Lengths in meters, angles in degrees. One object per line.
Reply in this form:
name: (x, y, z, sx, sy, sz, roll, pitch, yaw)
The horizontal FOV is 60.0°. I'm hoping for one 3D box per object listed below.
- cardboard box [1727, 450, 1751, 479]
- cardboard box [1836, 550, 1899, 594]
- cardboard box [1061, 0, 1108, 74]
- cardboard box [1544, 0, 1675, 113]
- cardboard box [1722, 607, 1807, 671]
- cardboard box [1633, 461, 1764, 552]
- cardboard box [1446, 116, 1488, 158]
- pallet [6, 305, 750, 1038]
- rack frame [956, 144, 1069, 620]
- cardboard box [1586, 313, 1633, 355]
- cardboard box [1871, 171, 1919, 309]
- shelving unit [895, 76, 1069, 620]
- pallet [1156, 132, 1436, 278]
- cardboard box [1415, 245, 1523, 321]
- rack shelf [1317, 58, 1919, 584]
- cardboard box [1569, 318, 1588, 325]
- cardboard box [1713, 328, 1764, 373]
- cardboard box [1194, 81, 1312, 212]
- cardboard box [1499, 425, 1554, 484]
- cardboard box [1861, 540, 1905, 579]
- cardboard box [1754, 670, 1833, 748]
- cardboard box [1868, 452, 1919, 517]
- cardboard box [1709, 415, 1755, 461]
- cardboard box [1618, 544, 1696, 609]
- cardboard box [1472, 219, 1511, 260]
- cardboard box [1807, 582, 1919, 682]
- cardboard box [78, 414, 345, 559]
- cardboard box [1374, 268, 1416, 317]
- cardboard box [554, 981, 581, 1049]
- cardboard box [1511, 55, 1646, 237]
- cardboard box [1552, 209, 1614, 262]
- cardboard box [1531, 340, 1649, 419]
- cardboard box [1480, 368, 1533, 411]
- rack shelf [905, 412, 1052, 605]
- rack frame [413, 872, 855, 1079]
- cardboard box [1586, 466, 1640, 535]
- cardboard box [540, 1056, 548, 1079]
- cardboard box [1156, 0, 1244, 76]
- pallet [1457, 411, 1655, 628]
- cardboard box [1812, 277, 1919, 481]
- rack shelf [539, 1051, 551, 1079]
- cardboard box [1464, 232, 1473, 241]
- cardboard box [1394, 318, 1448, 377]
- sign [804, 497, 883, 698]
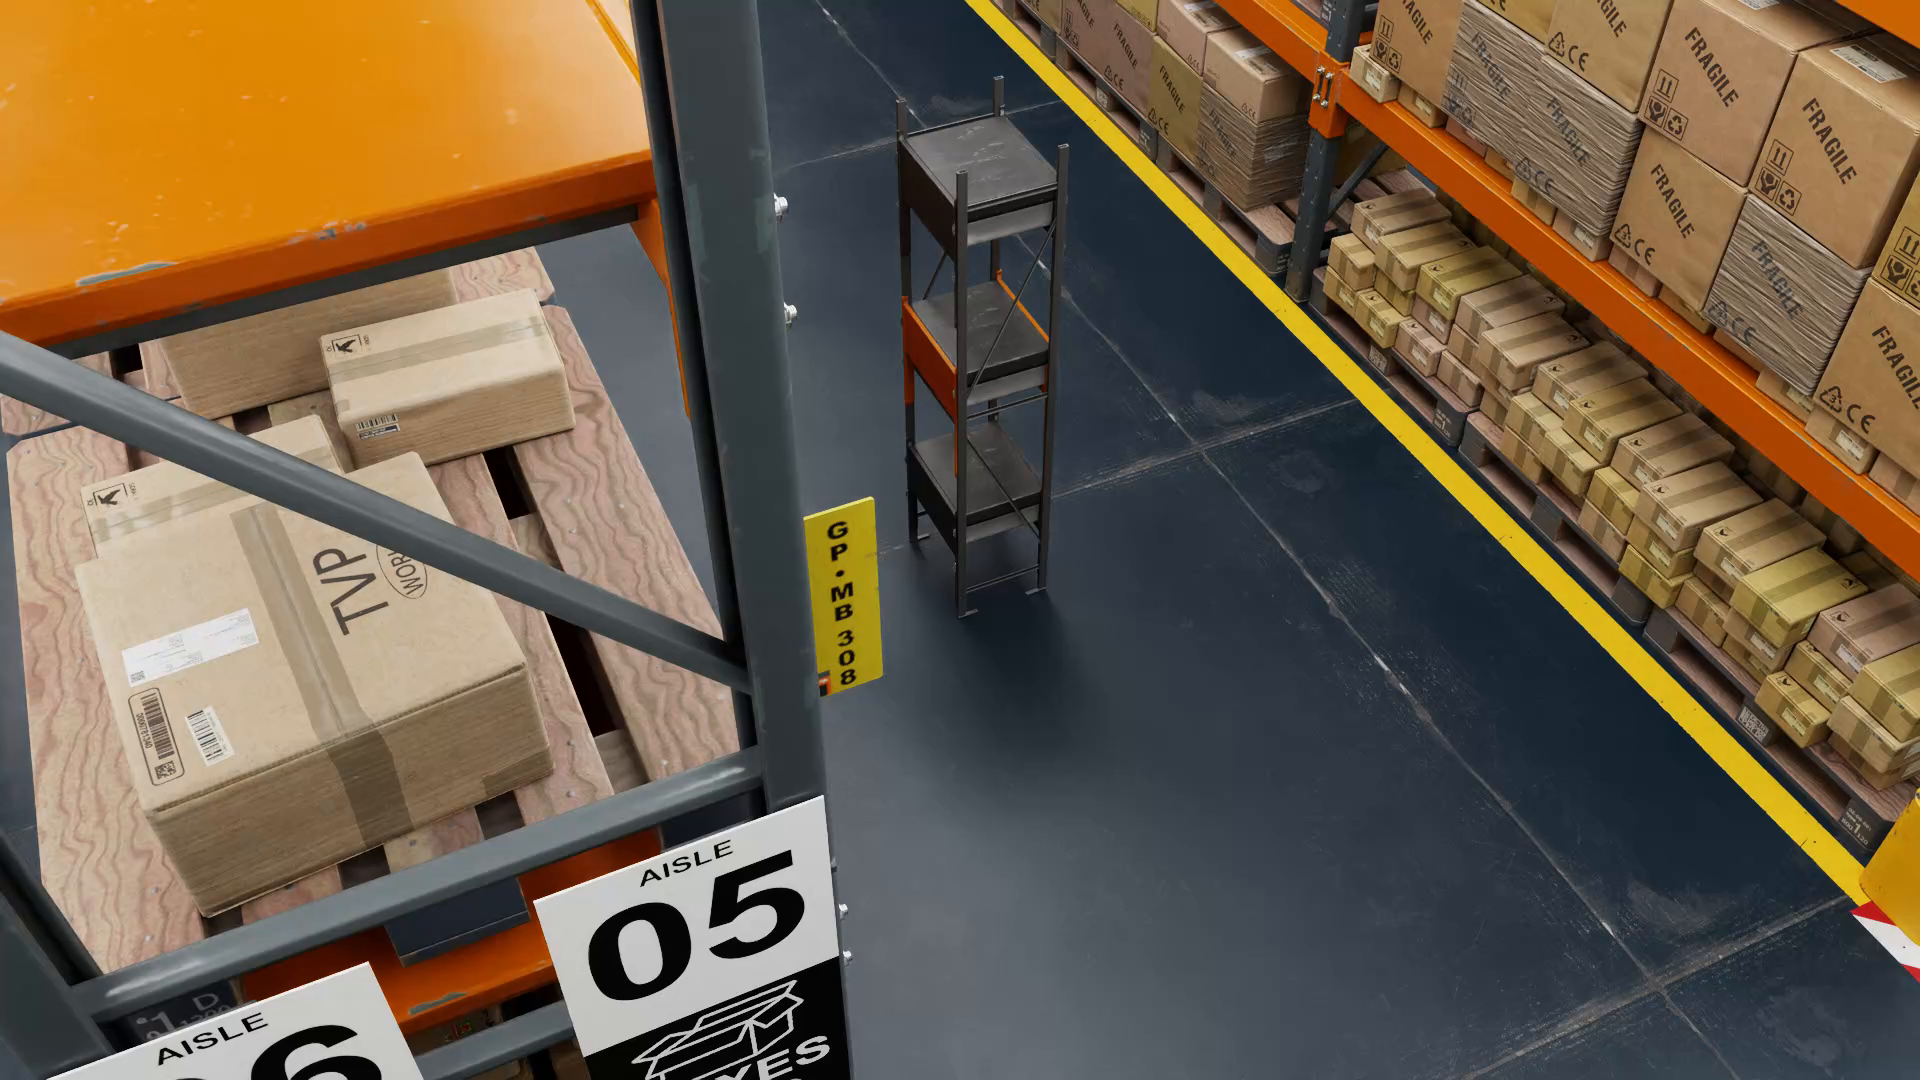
cardboard box: (3.201, -0.348, 6.855, 0.380, 0.149, 0.250, -16, 47, -15)
cardboard box: (3.559, 0.149, 6.351, 0.380, 0.149, 0.250, -17, 47, -17)
cardboard box: (0.931, -3.066, 9.572, 0.500, 0.500, 0.500, -19, 48, -18)
cardboard box: (2.496, -1.911, 5.925, 0.500, 0.500, 0.500, -17, 47, -17)
cardboard box: (3.093, 0.297, 6.201, 0.380, 0.149, 0.250, -20, 48, -19)
cardboard box: (2.849, -0.132, 6.424, 0.380, 0.149, 0.250, -16, 47, -16)
cardboard box: (2.270, -1.765, 6.951, 0.380, 0.149, 0.250, -20, 48, -19)
pallet: (-0.976, 0.141, 2.768, 1.003, 0.211, 1.213, -18, 47, -17)
rack frame: (0.172, -0.486, 6.117, 0.400, 2.100, 0.015, -18, 47, -17)
cardboard box: (2.988, -0.984, 7.288, 0.380, 0.149, 0.250, -20, 48, -19)
cardboard box: (3.163, -0.918, 4.919, 0.500, 0.500, 0.500, -20, 48, -19)
shelving unit: (0.070, -0.642, 6.274, 0.431, 2.100, 0.503, -18, 47, -17)
pallet: (1.783, -1.932, 8.927, 1.003, 0.211, 1.213, -18, 47, -17)
cardboard box: (2.282, -1.155, 7.461, 0.380, 0.149, 0.250, -19, 48, -18)
rack shelf: (2.953, -0.898, 6.406, 1.077, 0.370, 4.000, -18, 47, -17)
cardboard box: (2.803, -1.040, 7.556, 0.380, 0.149, 0.250, -18, 47, -17)
cardboard box: (2.939, -0.762, 5.934, 0.380, 0.149, 0.250, -20, 48, -19)
cardboard box: (1.572, -2.086, 8.578, 0.500, 0.500, 0.500, -19, 48, -18)
cardboard box: (2.556, -0.422, 7.141, 0.380, 0.149, 0.250, -19, 48, -18)
cardboard box: (3.667, 0.001, 6.289, 0.380, 0.149, 0.250, -18, 47, -18)
cardboard box: (3.183, 0.578, 6.129, 0.380, 0.149, 0.250, -17, 47, -16)
cardboard box: (3.211, -0.240, 5.405, 0.380, 0.149, 0.250, -18, 48, -18)
cardboard box: (3.310, -0.493, 6.790, 0.380, 0.149, 0.250, -17, 47, -17)
cardboard box: (2.871, 0.086, 6.626, 0.380, 0.149, 0.250, -20, 48, -19)
cardboard box: (2.641, -1.474, 7.785, 0.380, 0.149, 0.250, -17, 47, -17)
cardboard box: (3.288, 0.334, 5.952, 0.380, 0.149, 0.250, -17, 47, -17)
cardboard box: (-1.175, -0.021, 2.677, 0.380, 0.149, 0.250, -22, 49, -20)
cardboard box: (2.162, -1.209, 7.728, 0.380, 0.149, 0.250, -18, 47, -17)
cardboard box: (-0.553, 0.716, 3.013, 0.380, 0.149, 0.250, -17, 47, -17)
cardboard box: (2.485, -1.536, 6.256, 0.500, 0.500, 0.500, -19, 48, -18)
cardboard box: (2.532, -1.237, 6.416, 0.380, 0.149, 0.250, -16, 47, -16)
cardboard box: (2.635, -0.660, 6.959, 0.380, 0.149, 0.250, -20, 48, -19)
cardboard box: (2.502, -0.709, 7.221, 0.380, 0.149, 0.250, -16, 47, -16)
rack shelf: (0.070, -0.134, 6.776, 0.431, 0.518, 0.480, -18, 47, -17)
rack frame: (-0.655, 1.646, 3.315, 1.000, 3.000, 0.127, -18, 47, -17)
cardboard box: (2.773, -0.198, 6.703, 0.380, 0.149, 0.250, -16, 47, -15)
cardboard box: (-1.295, 1.057, 3.840, 0.500, 0.500, 0.500, -19, 48, -18)
cardboard box: (1.365, -2.687, 8.653, 0.500, 0.250, 0.500, -16, 47, -16)
pallet: (2.943, -0.240, 7.212, 1.003, 0.211, 1.213, -18, 47, -17)
cardboard box: (3.160, -0.561, 5.269, 0.500, 0.500, 0.500, -19, 48, -18)
rack shelf: (-1.496, 0.628, 4.859, 1.077, 0.370, 4.000, -18, 47, -17)
cardboard box: (2.533, -1.563, 8.086, 0.380, 0.149, 0.250, -17, 47, -17)
cardboard box: (2.237, -0.924, 7.650, 0.380, 0.149, 0.250, -18, 47, -18)
sign: (-0.149, 0.079, 2.089, 0.100, 0.325, 0.005, -18, 47, -17)
